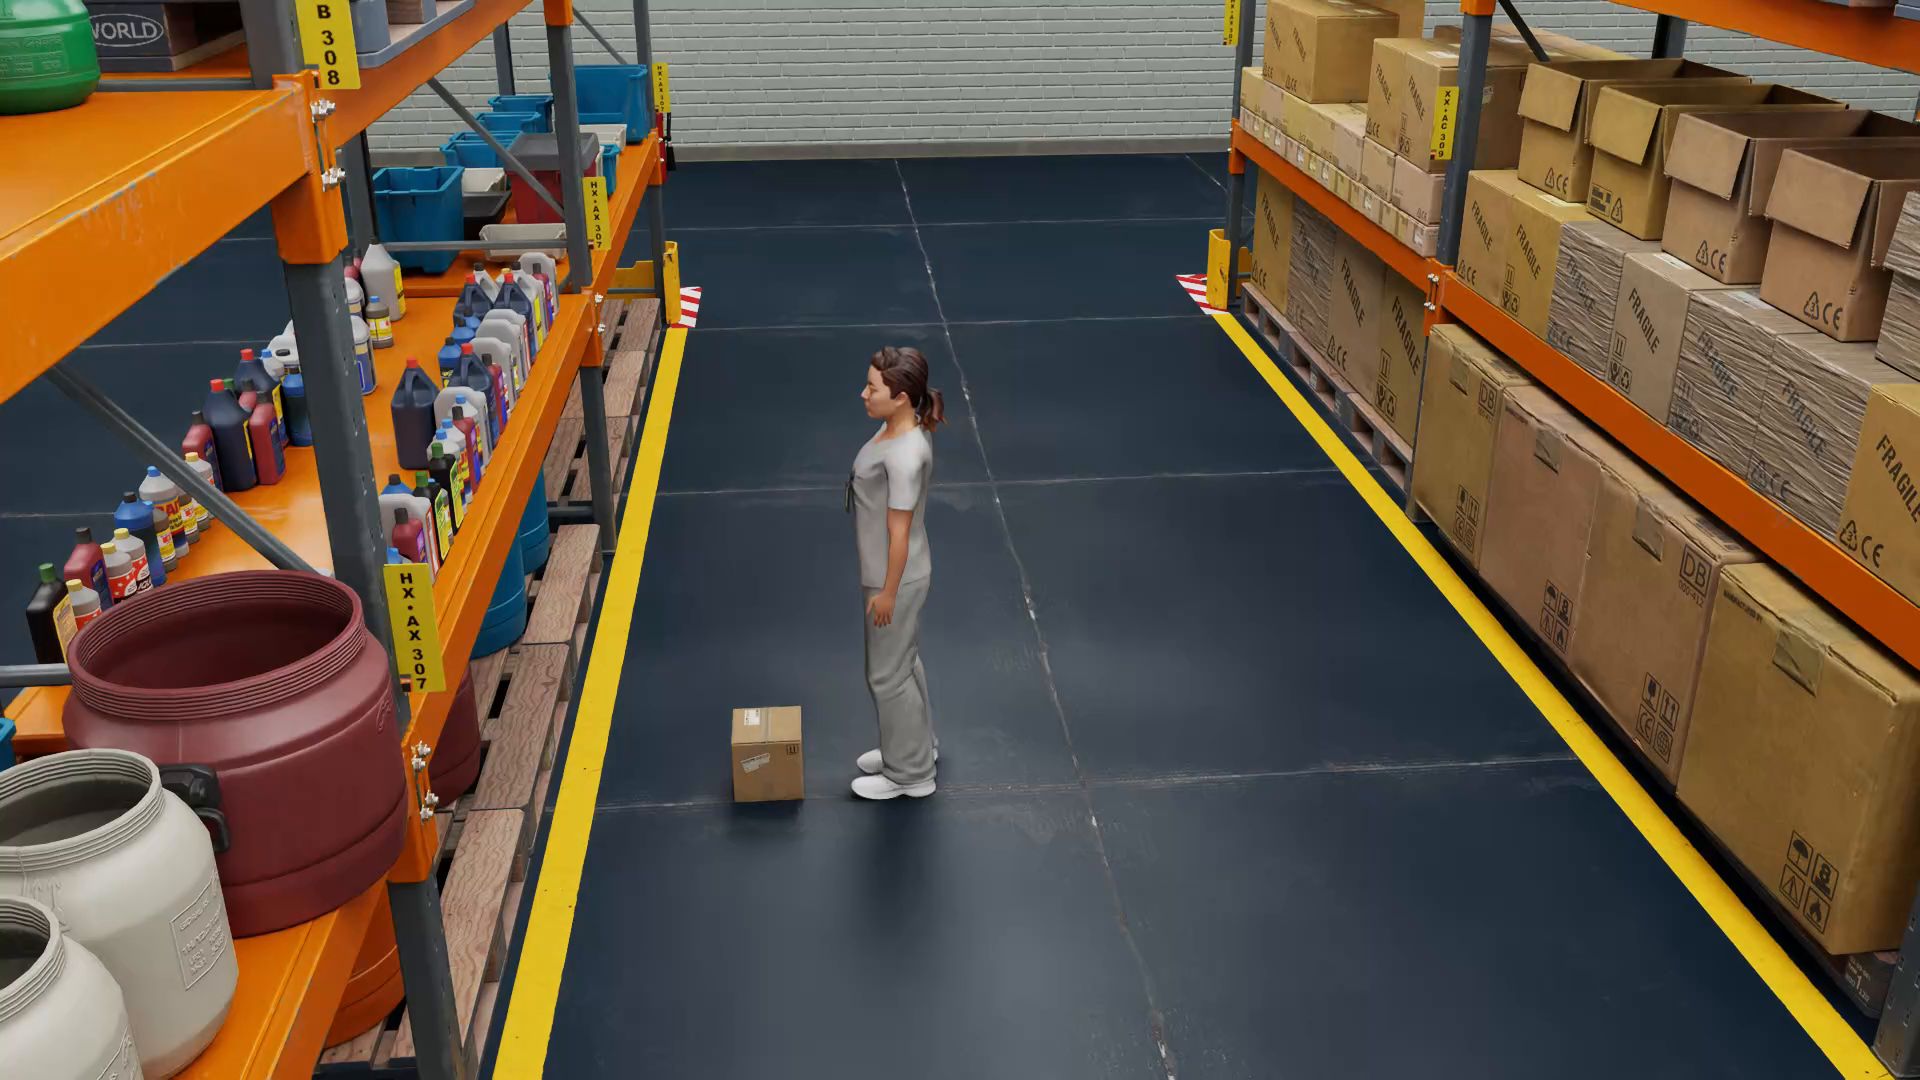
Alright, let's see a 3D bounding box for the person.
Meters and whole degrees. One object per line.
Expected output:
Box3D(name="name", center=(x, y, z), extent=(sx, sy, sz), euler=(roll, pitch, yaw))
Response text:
Box3D(name="person", center=(-0.220, 0.130, 5.828), extent=(0.365, 1.674, 0.437), euler=(-2, 24, -4))
